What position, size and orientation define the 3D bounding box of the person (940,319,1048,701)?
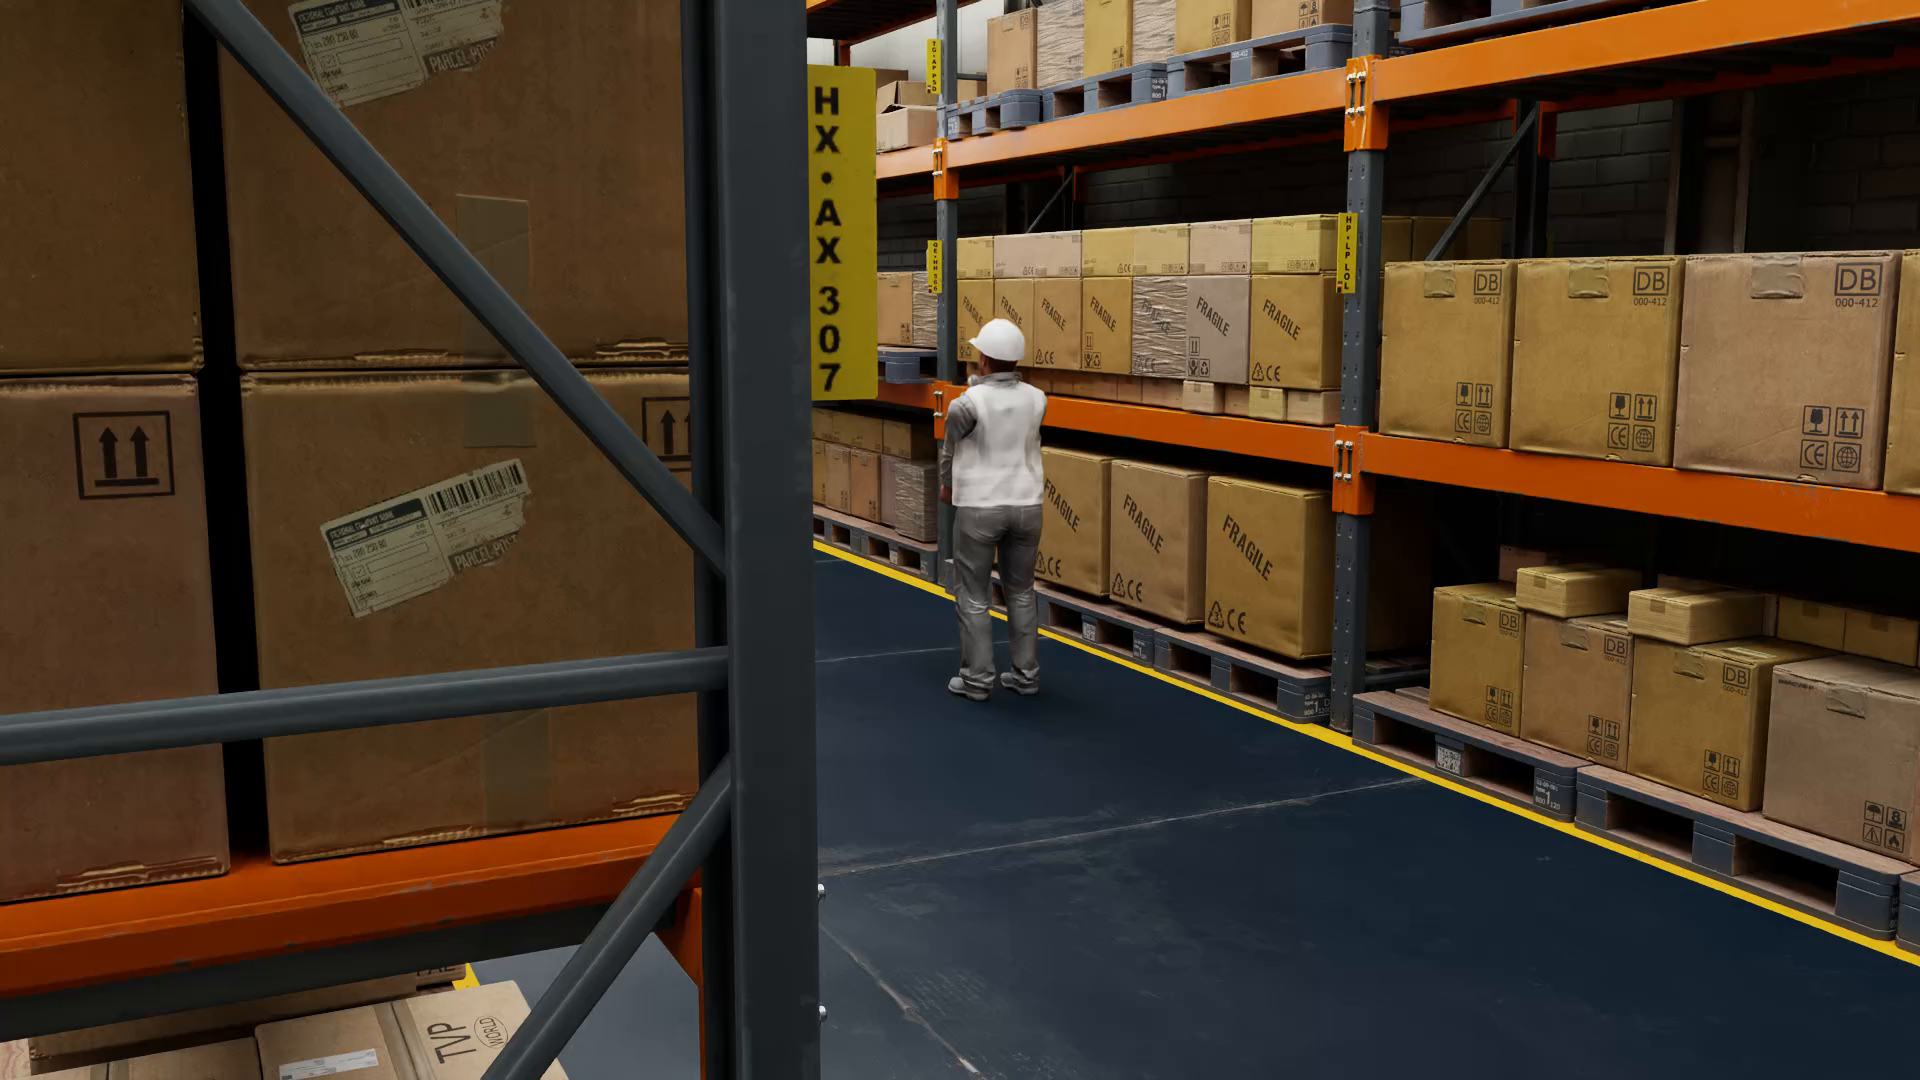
[{"bbox_3d":[0.123,-0.155,7.826,0.494,1.762,0.560,-4,9,-24],"label":"person"}]
